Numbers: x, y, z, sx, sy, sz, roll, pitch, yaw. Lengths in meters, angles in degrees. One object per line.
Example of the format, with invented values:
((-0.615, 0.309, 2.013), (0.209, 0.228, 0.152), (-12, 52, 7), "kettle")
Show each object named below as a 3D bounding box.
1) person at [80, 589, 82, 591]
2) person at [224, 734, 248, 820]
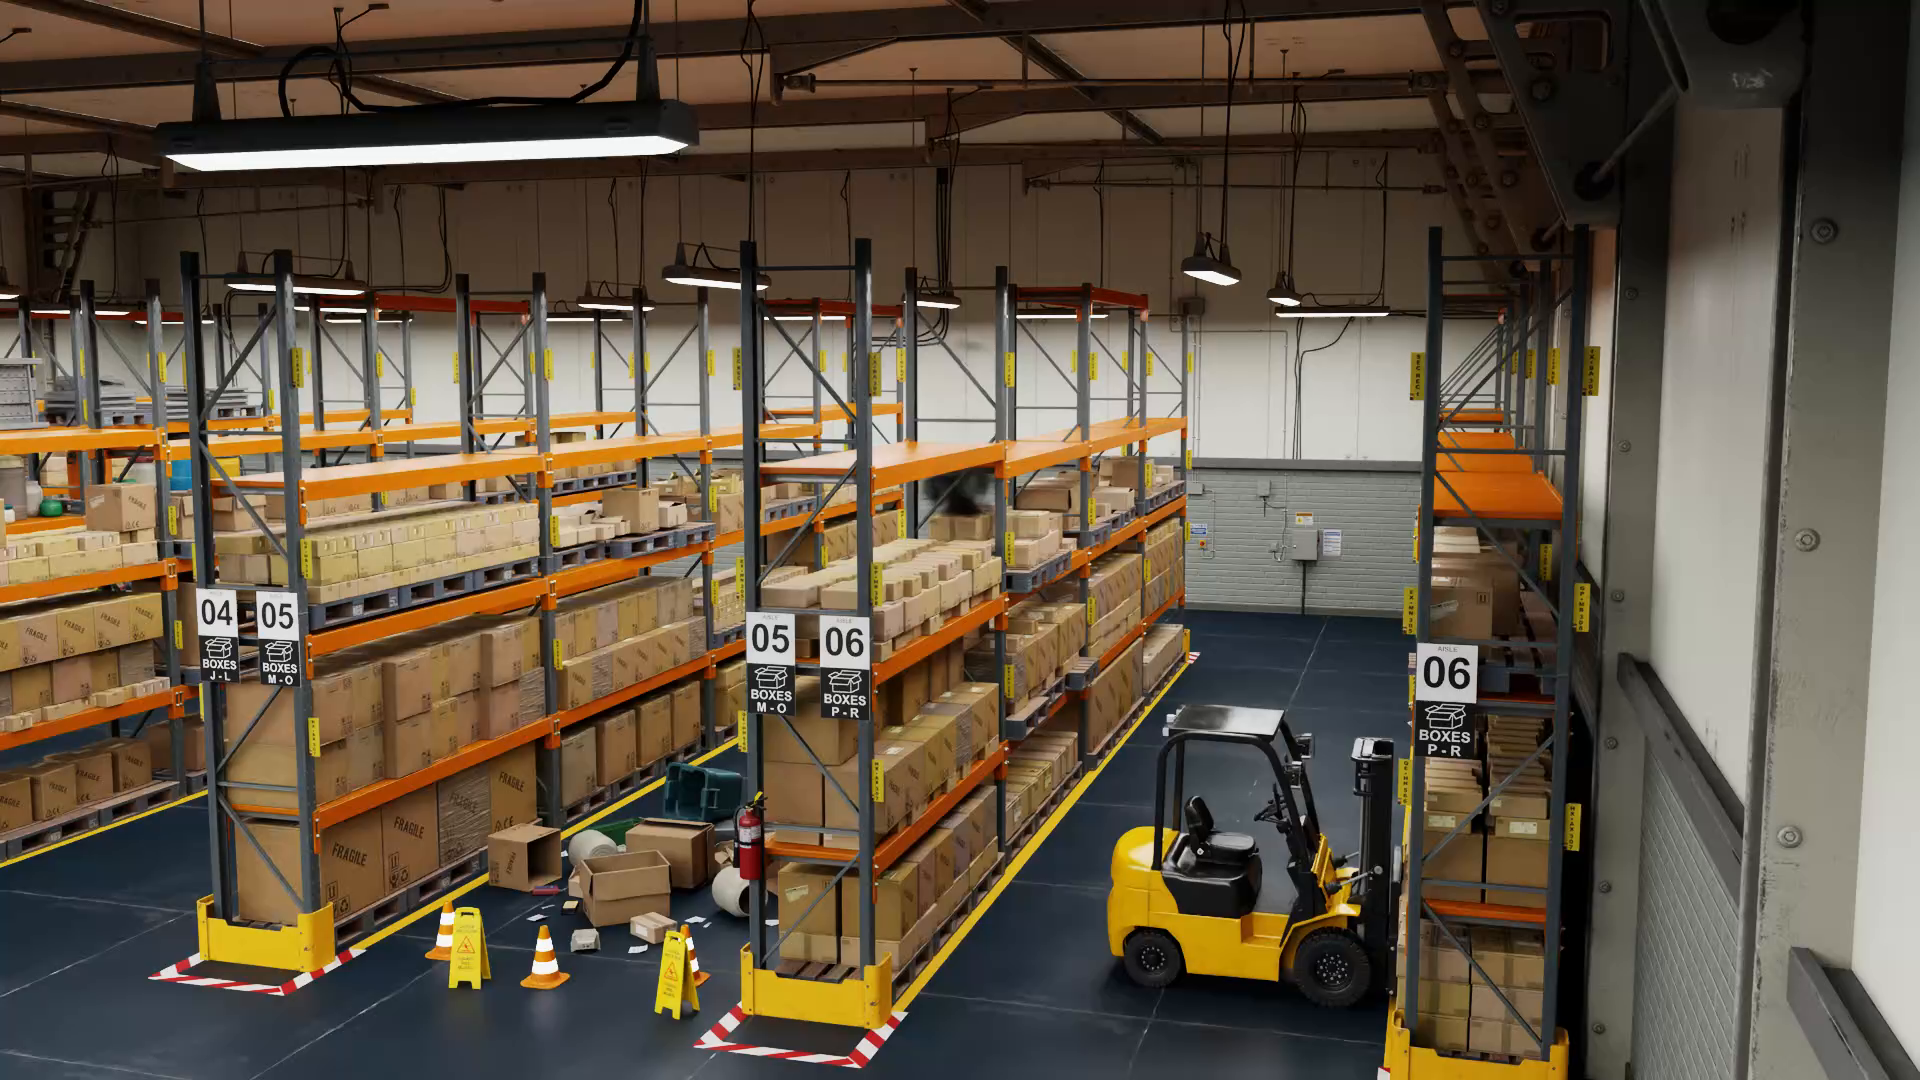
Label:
((-14.513, 1.313, 26.943), (0.562, 1.714, 0.728), (2, 7, 13), "person")
((-6.929, 2.490, 16.265), (0.641, 1.767, 0.740), (2, 7, 14), "person")
